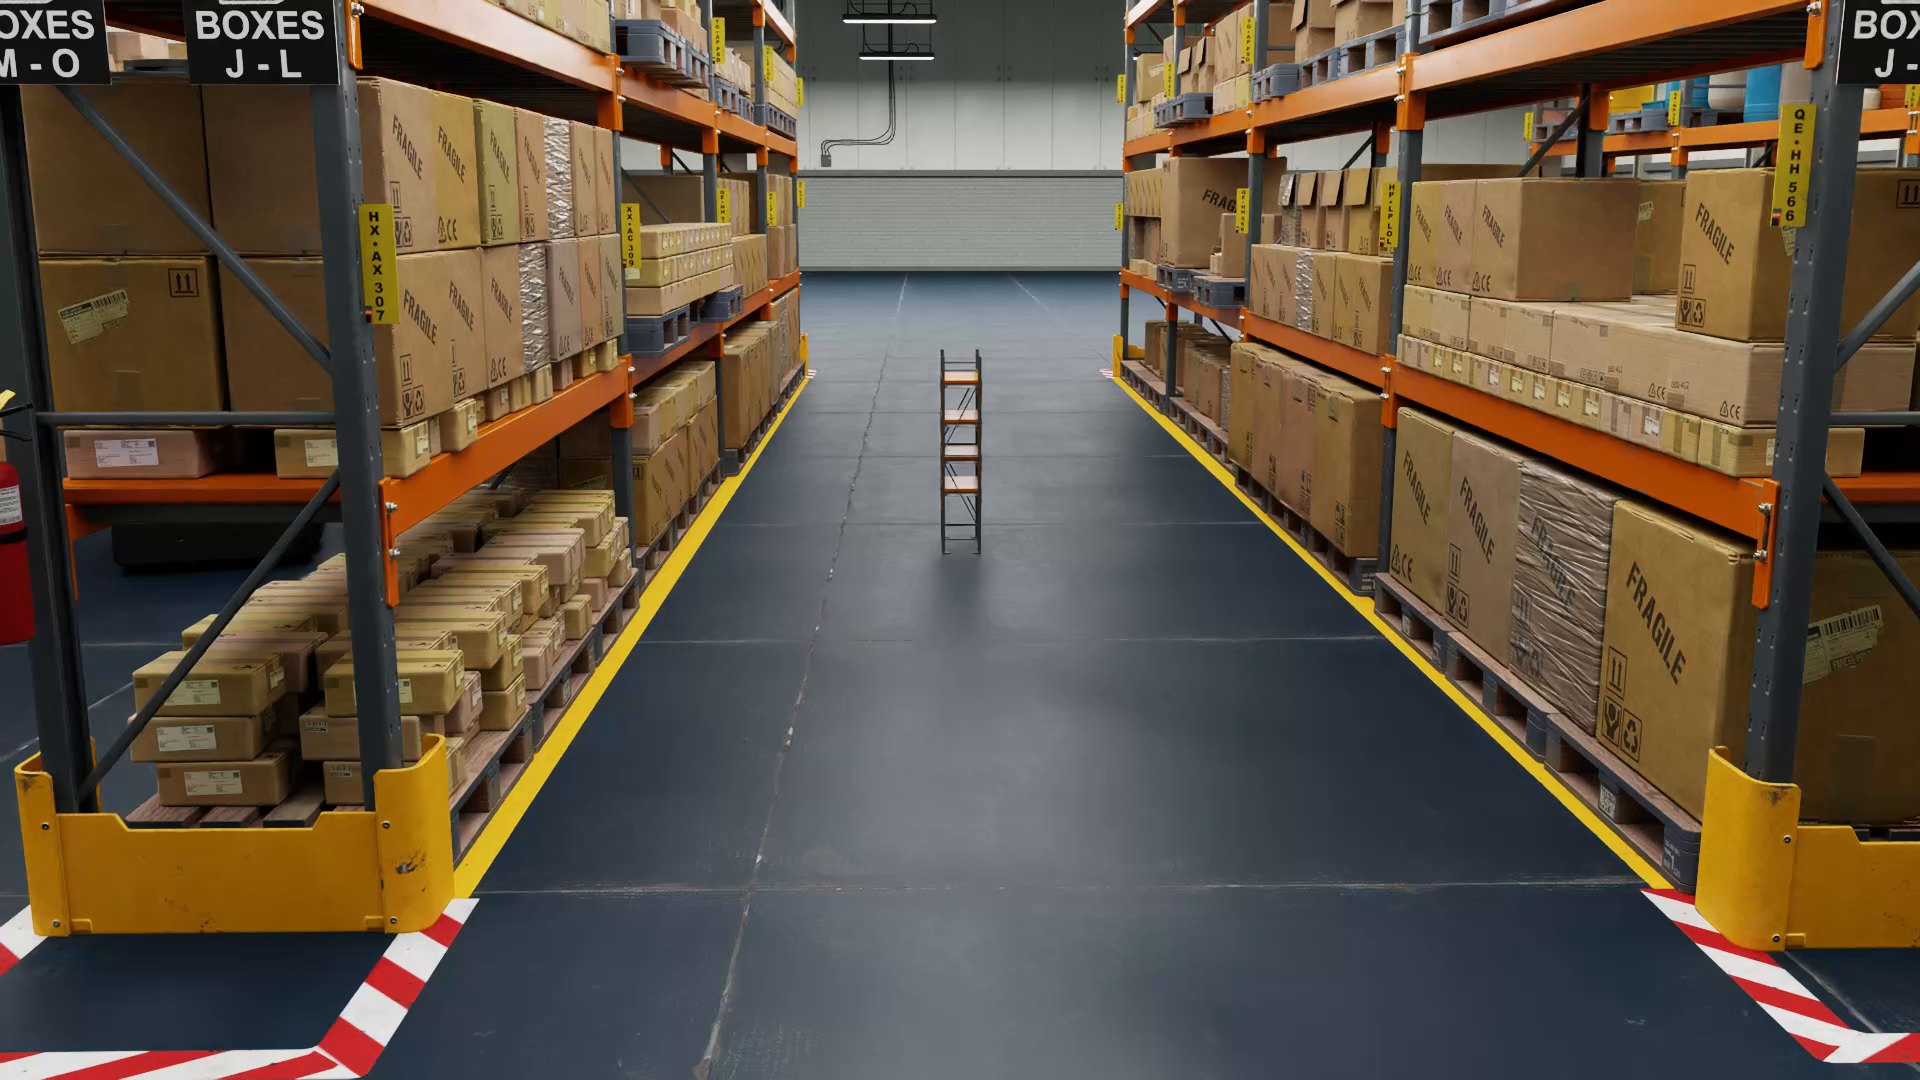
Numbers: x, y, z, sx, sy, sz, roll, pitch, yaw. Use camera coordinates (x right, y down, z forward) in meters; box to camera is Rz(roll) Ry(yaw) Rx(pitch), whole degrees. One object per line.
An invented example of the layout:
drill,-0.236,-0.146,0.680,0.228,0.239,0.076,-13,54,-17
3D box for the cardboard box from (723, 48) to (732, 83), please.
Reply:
cardboard box,-2.118,-3.820,13.368,0.500,0.250,0.500,0,11,0

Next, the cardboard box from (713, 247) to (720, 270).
cardboard box,-1.827,-1.901,11.213,0.380,0.149,0.250,0,11,-1

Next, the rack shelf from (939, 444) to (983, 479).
rack shelf,0.003,-0.489,10.291,0.258,0.148,0.480,0,11,-1

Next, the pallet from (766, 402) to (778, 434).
pallet,-2.304,-1.199,15.940,1.003,0.211,1.213,0,11,-1

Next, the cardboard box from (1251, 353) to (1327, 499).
cardboard box,2.653,-0.774,11.119,1.225,0.875,0.875,0,11,-1

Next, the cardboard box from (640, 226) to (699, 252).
cardboard box,-1.806,-1.840,10.165,0.380,0.149,0.250,0,11,1

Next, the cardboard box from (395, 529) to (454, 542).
cardboard box,-2.477,0.048,7.396,0.380,0.149,0.250,0,11,0

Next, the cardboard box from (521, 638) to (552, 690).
cardboard box,-1.851,0.500,6.666,0.380,0.149,0.250,-1,11,-4

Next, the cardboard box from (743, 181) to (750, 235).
cardboard box,-2.379,-3.159,15.822,0.700,0.500,0.500,0,11,-2

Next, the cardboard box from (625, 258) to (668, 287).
cardboard box,-1.778,-1.437,8.928,0.380,0.149,0.250,0,11,0

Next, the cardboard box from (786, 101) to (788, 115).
cardboard box,-2.106,-4.799,18.448,0.380,0.149,0.250,0,11,-1

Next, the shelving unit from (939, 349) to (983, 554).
shelving unit,0.003,-0.555,10.278,0.258,1.200,0.503,0,11,-1

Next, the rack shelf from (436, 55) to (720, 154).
rack shelf,-2.271,-2.644,10.312,1.077,0.370,4.000,0,11,-1

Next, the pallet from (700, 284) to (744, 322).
pallet,-2.191,-1.689,11.821,1.213,0.211,1.003,0,11,-1

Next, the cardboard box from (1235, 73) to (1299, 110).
cardboard box,2.394,-3.414,12.677,0.500,0.250,0.500,0,11,-1

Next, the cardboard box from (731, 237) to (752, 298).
cardboard box,-2.083,-2.364,14.414,0.500,0.500,0.500,0,11,-2

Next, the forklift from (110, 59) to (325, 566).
forklift,-4.768,-1.538,10.767,1.130,2.935,3.031,-3,12,-16

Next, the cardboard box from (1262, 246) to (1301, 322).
cardboard box,2.400,-1.773,11.503,0.500,0.500,0.500,-1,11,-3

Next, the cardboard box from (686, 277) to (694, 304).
cardboard box,-1.801,-1.497,9.969,0.380,0.149,0.250,-1,11,-4

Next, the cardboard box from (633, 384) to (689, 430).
cardboard box,-2.000,-0.832,10.462,0.500,0.250,0.500,0,11,1

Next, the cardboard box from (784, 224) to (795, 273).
cardboard box,-2.391,-3.405,19.421,0.875,0.550,0.550,0,11,-1

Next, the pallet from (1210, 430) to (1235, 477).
pallet,2.634,-0.713,13.543,1.003,0.211,1.213,0,11,-1

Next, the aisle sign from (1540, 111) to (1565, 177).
aisle sign,7.141,-4.822,20.245,0.394,0.787,0.004,0,11,-1

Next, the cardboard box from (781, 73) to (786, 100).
cardboard box,-2.159,-4.916,18.022,0.500,0.250,0.500,0,11,-1

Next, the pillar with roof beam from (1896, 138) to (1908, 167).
pillar with roof beam,13.667,-8.748,31.045,9.100,9.000,0.400,0,11,-1

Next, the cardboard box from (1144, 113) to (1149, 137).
cardboard box,2.274,-4.510,18.077,0.500,0.250,0.500,0,11,1

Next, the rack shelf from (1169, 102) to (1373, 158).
rack shelf,2.607,-3.439,14.233,1.077,0.370,4.000,0,11,-1

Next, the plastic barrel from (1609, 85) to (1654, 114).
plastic barrel,7.586,-5.077,18.965,0.600,0.588,0.600,0,11,0

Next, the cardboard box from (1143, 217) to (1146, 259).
cardboard box,2.598,-3.501,19.272,0.875,0.500,0.500,0,11,-1

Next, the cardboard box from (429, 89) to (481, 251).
cardboard box,-1.908,-1.209,5.460,0.500,0.500,0.500,0,11,0

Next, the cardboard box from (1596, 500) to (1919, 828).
cardboard box,2.721,0.375,5.456,0.875,0.875,0.875,0,11,-1

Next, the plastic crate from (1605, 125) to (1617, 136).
plastic crate,7.081,-4.398,17.812,0.243,0.136,0.396,0,11,-1

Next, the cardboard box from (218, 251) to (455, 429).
cardboard box,-1.880,-0.619,5.066,0.500,0.500,0.500,0,11,2

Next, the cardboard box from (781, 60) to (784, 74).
cardboard box,-2.094,-5.088,17.868,0.380,0.149,0.250,0,11,-1

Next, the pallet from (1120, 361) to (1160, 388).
pallet,2.466,-1.971,19.744,1.003,0.211,1.213,0,11,-1

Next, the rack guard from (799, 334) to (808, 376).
rack guard,-2.478,-2.294,20.609,1.175,0.500,0.348,0,11,-1

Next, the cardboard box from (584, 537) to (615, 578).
cardboard box,-1.864,0.085,7.962,0.380,0.149,0.250,-1,11,-3

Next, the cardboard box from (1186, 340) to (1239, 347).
cardboard box,2.598,-1.780,17.018,0.500,0.500,0.500,-1,11,-3

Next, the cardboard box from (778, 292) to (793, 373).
cardboard box,-2.377,-2.369,18.981,0.875,0.875,0.875,0,11,-2

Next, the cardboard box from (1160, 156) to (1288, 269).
cardboard box,2.443,-3.061,15.536,1.000,1.000,1.000,0,11,-1

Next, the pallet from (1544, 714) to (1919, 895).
pallet,2.719,0.874,5.720,1.003,0.211,1.213,0,11,-1

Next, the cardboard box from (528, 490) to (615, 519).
cardboard box,-1.962,-0.159,8.418,0.380,0.149,0.250,0,11,0

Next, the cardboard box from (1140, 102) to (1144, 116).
cardboard box,2.230,-4.846,18.733,0.380,0.149,0.250,0,11,-1

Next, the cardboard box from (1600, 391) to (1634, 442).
cardboard box,2.462,-0.432,5.775,0.380,0.149,0.250,0,11,0

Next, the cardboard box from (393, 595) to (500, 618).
cardboard box,-1.909,0.307,6.121,0.380,0.149,0.250,-1,11,-4

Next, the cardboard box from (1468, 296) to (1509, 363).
cardboard box,2.501,-0.905,7.105,0.500,0.250,0.500,0,11,0

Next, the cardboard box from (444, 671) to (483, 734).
cardboard box,-1.850,0.552,5.660,0.380,0.149,0.250,0,11,-1

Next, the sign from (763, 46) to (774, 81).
sign,-1.853,-4.601,16.057,0.100,0.325,0.005,0,11,-1

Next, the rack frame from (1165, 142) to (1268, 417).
rack frame,2.566,-2.719,16.419,1.000,3.000,0.127,0,11,-1

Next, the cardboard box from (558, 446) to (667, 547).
cardboard box,-1.980,-0.258,9.515,0.500,0.500,0.500,0,11,1

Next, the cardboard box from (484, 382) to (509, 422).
cardboard box,-1.925,-0.535,6.282,0.380,0.149,0.250,0,11,-2

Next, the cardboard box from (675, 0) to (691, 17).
cardboard box,-2.019,-3.637,11.221,0.396,0.266,0.258,0,11,-1

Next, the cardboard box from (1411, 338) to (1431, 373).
cardboard box,2.410,-0.894,8.051,0.380,0.149,0.250,-1,11,-3

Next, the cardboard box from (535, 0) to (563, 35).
cardboard box,-1.940,-2.229,6.833,0.500,0.250,0.500,0,11,-2

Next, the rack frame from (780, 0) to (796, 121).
rack frame,-2.478,-6.454,19.740,1.000,3.000,0.127,0,11,-1
